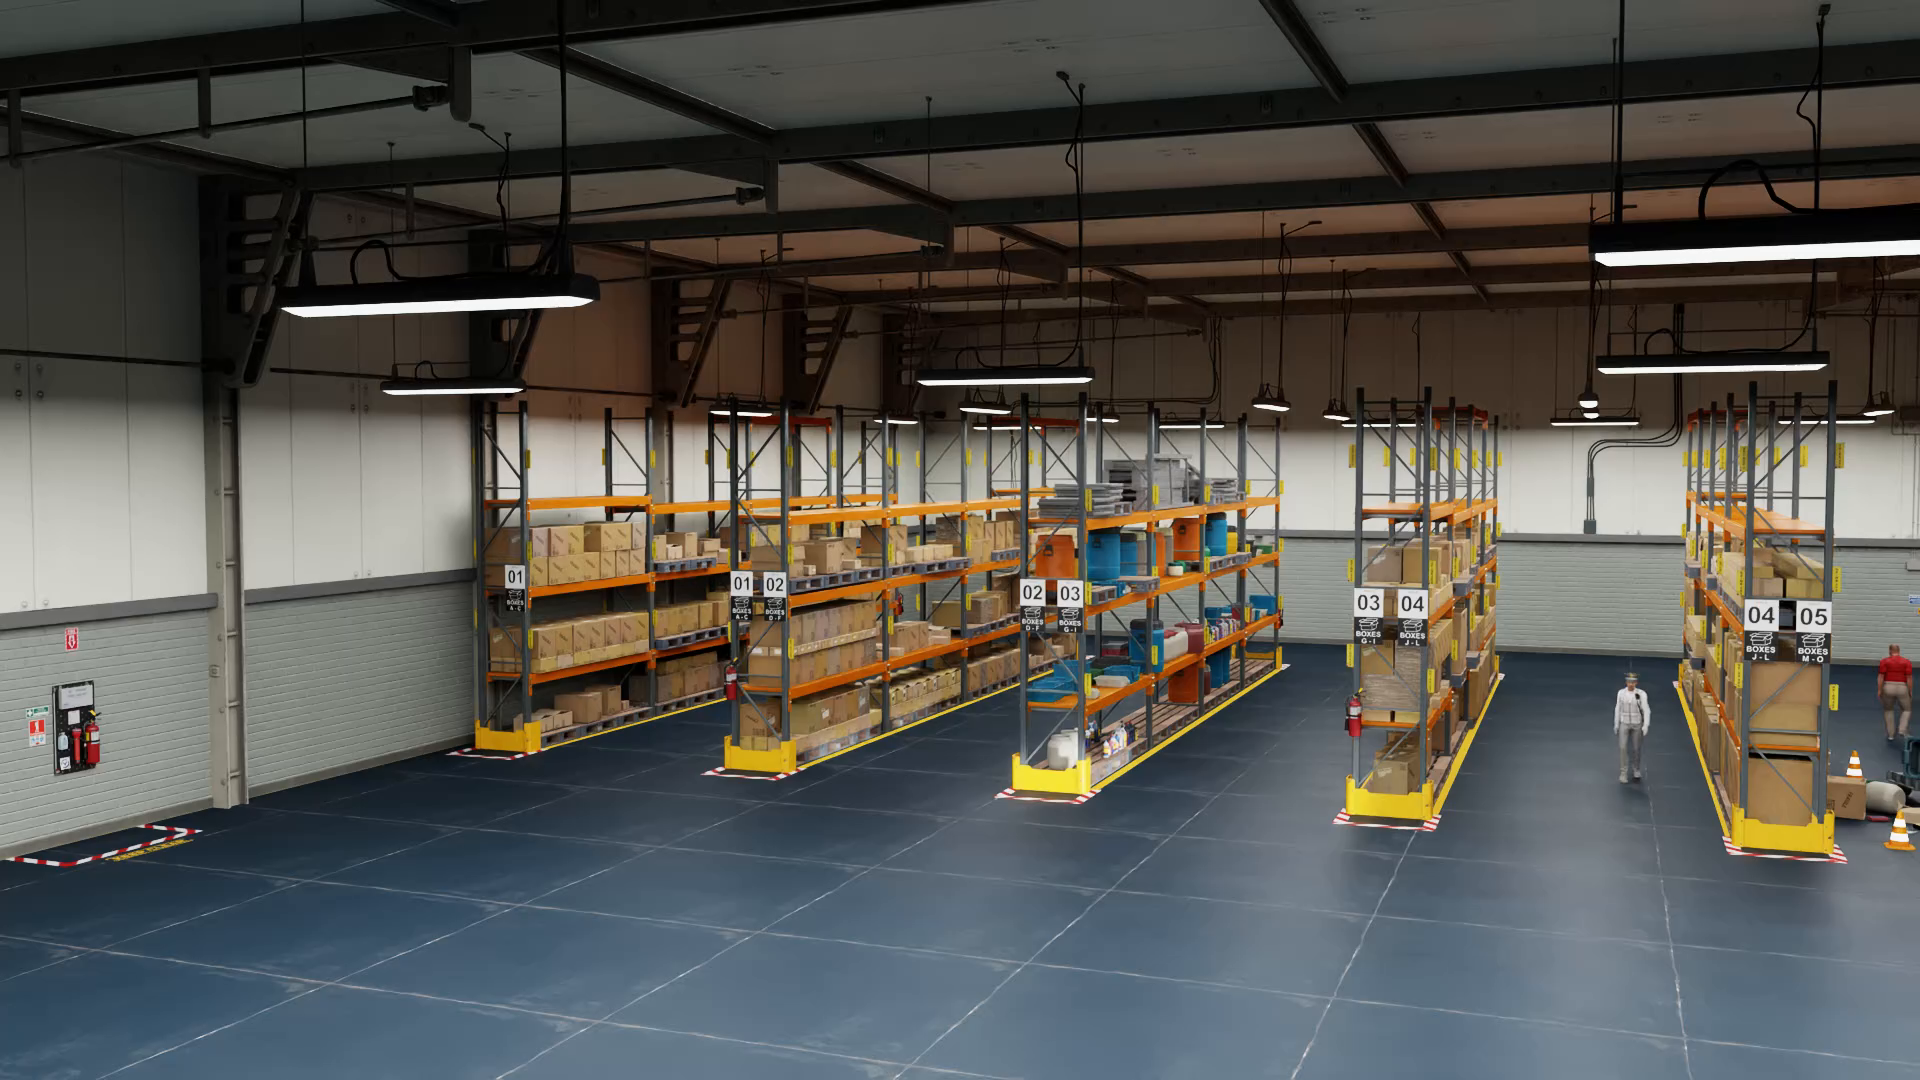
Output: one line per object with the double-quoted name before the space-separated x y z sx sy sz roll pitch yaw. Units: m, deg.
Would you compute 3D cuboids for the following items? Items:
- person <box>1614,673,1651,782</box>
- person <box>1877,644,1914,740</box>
"person" 10.489 2.910 25.965 0.543 1.686 0.638 2 3 32
"person" 16.637 2.752 29.562 0.585 1.632 0.562 1 3 25
